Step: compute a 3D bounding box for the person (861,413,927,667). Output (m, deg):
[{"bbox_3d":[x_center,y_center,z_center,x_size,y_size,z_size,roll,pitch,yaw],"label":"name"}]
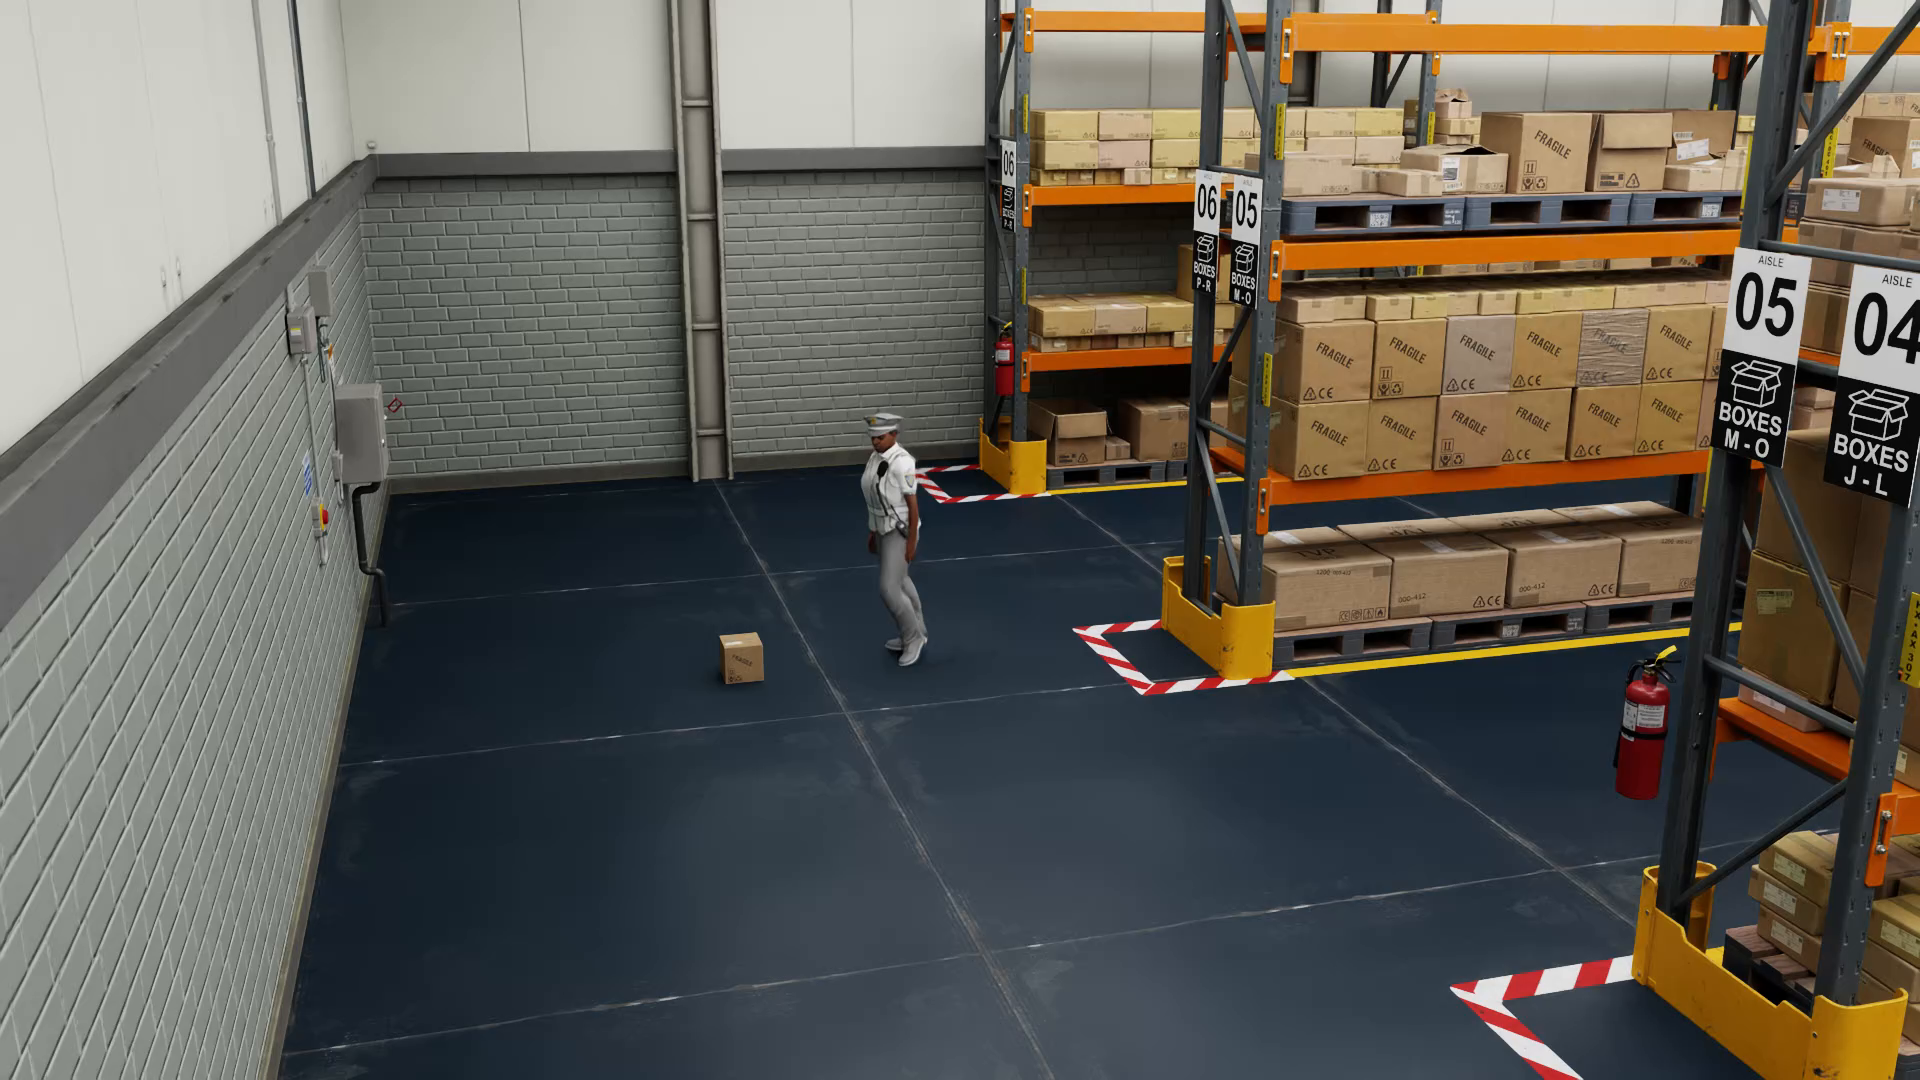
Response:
[{"bbox_3d":[-0.412,-0.026,11.099,0.439,1.680,0.521,-9,18,-28],"label":"person"}]
